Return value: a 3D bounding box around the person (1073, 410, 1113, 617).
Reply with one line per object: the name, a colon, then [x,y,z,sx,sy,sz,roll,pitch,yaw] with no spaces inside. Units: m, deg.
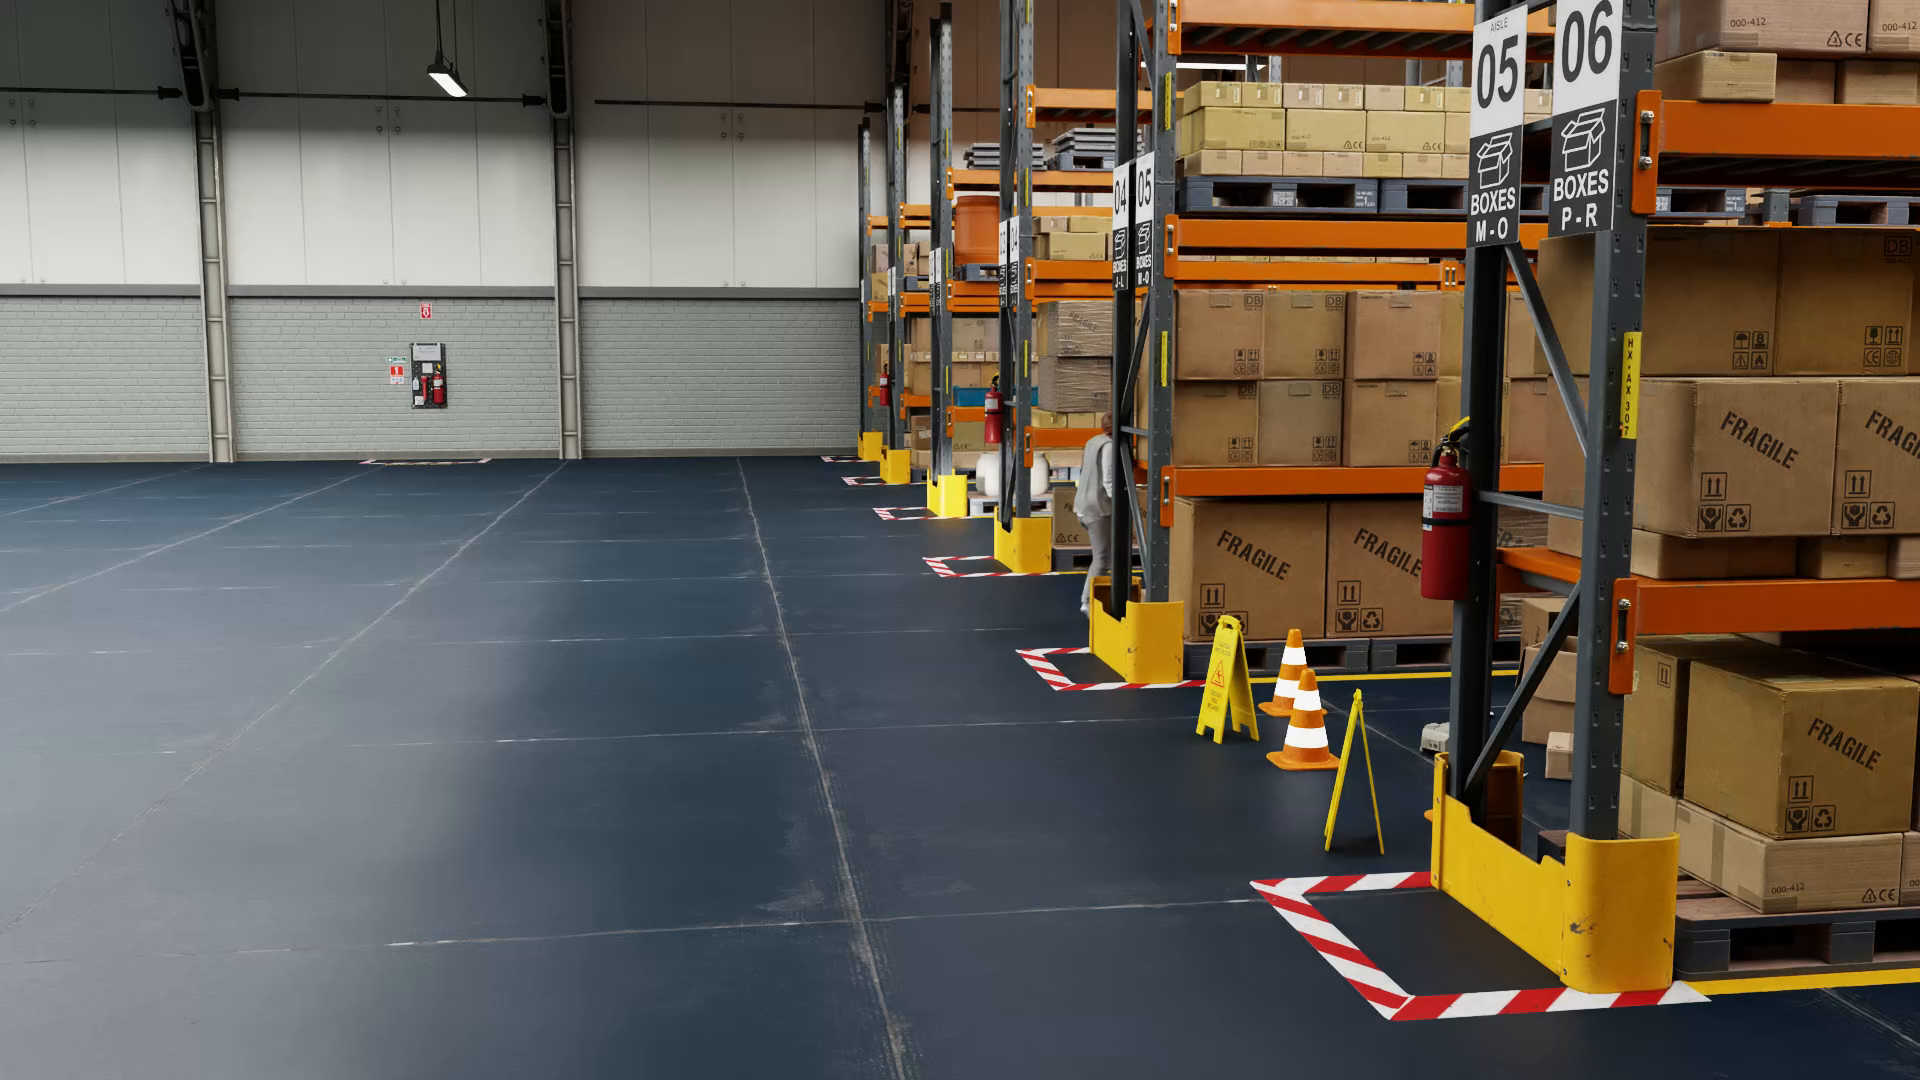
person: [1.083,-0.101,12.185,0.511,1.458,0.436,-2,7,-15]
